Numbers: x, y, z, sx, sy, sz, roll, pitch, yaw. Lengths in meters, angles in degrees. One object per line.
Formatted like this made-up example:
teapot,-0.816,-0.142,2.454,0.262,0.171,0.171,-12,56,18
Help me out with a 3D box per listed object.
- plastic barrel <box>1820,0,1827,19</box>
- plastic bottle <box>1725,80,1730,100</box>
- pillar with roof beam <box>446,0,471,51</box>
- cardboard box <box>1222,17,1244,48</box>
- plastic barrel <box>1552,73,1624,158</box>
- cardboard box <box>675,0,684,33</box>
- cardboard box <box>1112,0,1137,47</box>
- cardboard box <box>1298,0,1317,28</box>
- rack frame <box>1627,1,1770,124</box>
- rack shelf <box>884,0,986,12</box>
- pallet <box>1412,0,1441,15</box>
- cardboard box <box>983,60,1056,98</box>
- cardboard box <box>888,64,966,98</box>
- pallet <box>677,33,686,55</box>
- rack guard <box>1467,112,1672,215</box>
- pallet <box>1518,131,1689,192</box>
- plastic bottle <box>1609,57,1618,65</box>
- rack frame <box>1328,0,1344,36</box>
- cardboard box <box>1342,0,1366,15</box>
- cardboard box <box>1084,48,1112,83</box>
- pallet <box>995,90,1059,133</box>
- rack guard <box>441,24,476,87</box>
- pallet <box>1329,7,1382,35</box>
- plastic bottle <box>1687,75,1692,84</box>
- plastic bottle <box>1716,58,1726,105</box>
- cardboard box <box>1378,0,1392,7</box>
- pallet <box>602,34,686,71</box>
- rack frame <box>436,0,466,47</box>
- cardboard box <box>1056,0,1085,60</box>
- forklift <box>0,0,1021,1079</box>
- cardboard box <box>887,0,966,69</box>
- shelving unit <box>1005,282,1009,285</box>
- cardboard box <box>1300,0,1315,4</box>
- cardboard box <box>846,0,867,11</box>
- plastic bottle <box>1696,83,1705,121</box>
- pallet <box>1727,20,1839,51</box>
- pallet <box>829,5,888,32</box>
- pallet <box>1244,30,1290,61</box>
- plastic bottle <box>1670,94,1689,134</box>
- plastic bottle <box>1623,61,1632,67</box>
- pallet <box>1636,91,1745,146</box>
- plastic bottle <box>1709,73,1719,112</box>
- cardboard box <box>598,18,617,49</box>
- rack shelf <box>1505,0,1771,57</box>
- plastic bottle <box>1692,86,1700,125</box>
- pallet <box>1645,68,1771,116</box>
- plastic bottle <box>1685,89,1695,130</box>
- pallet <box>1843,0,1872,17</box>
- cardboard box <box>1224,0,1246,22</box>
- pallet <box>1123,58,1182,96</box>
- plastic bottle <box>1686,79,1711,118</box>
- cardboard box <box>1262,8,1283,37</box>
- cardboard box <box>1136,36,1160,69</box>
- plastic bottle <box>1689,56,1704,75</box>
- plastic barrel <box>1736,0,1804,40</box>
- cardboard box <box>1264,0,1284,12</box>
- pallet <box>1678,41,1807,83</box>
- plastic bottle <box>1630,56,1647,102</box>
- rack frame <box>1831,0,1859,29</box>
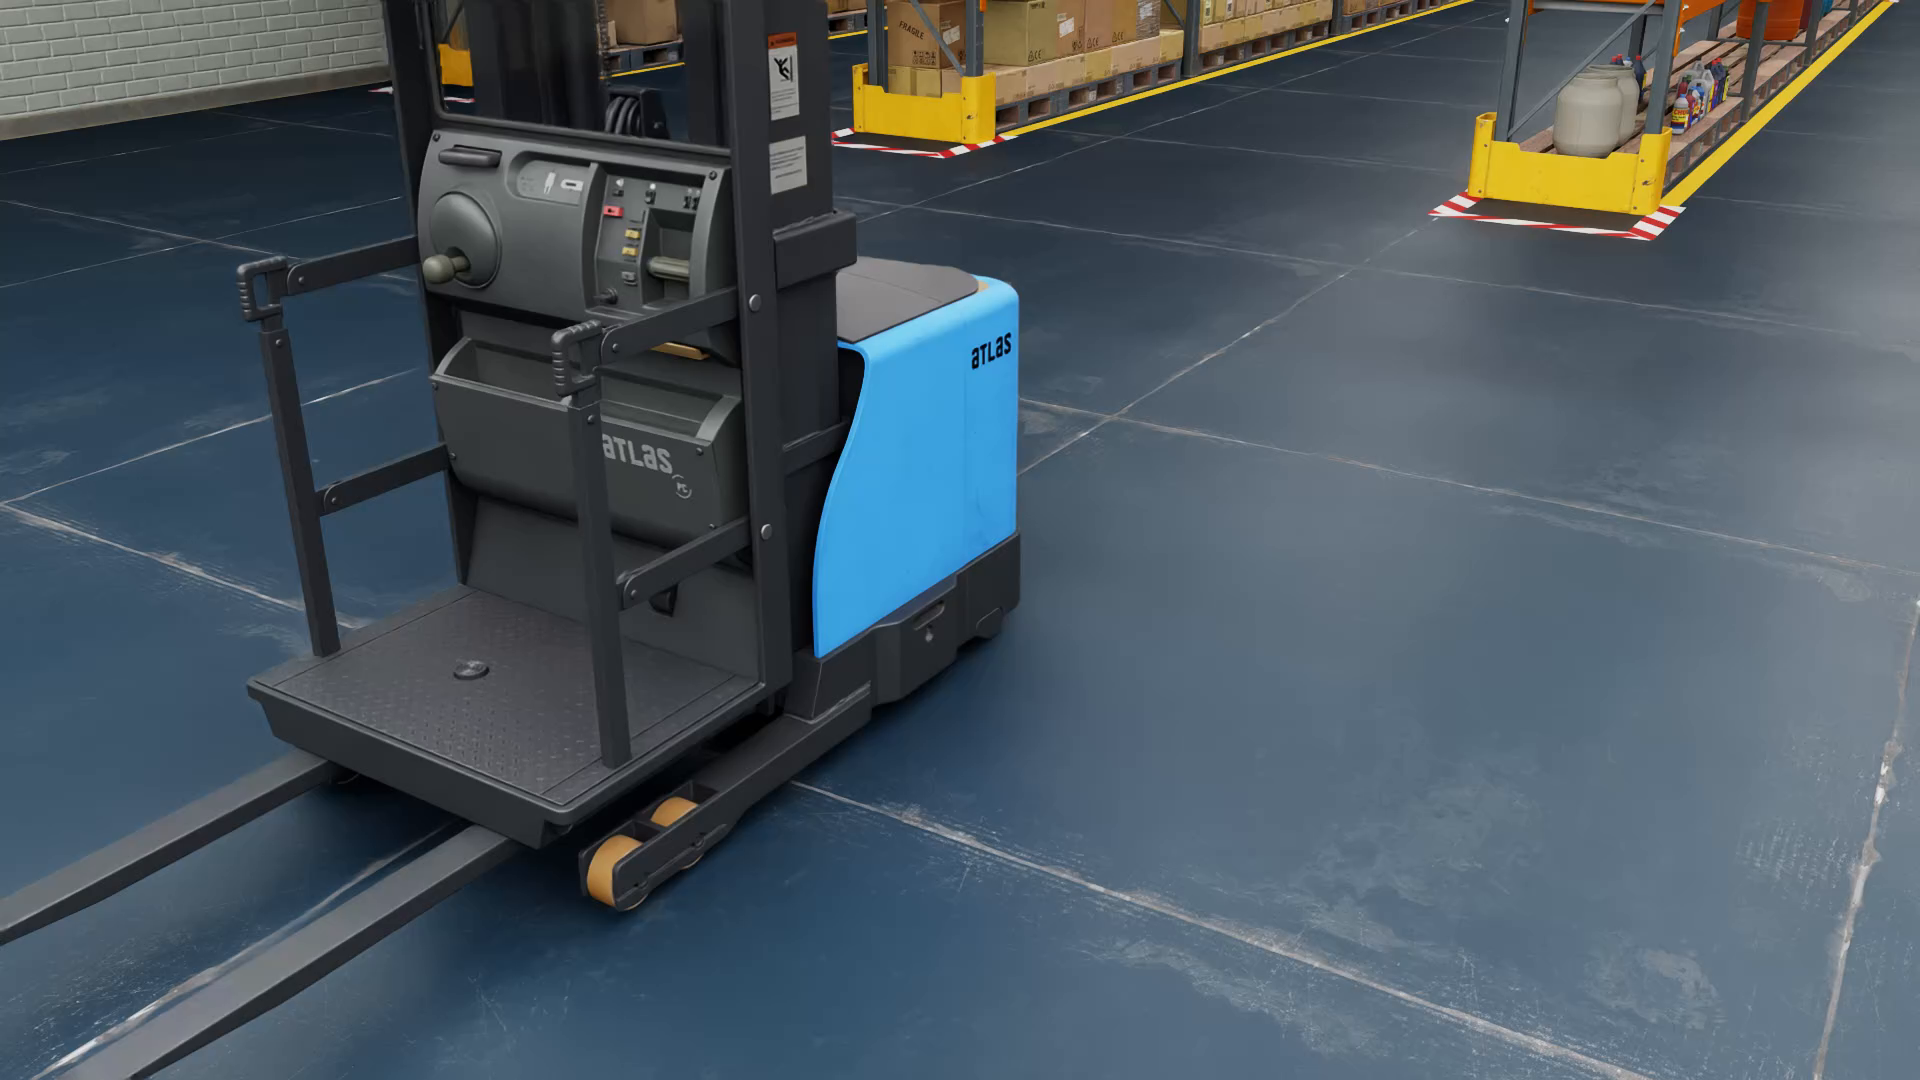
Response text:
plastic barrel,9.586,-6.417,18.911,0.600,0.901,0.708,14,27,29
plastic bottle,6.114,-3.636,13.343,0.097,0.201,0.097,0,23,0
pillar with roof beam,-1.194,-7.901,12.674,9.100,9.000,0.400,14,27,29
cardboard box,2.528,-5.133,16.764,0.500,0.250,0.500,15,27,30
plastic barrel,4.213,-2.846,11.150,0.421,0.512,0.421,0,23,0
cardboard box,-2.889,-5.679,17.684,0.500,0.500,0.500,12,26,25
cardboard box,1.241,-4.683,14.779,0.500,0.500,0.500,14,27,29
cardboard box,3.605,-5.823,18.358,0.500,0.250,0.500,14,27,28
rack frame,6.041,-4.906,13.308,1.000,3.000,0.127,14,27,29
rack shelf,0.779,-4.941,14.292,1.077,0.370,4.000,14,27,29
pallet,5.657,-7.084,21.847,1.003,0.211,1.213,14,27,29
cardboard box,0.457,-3.830,13.755,0.500,0.250,0.500,14,27,29
cardboard box,-0.244,-3.769,13.614,0.500,0.250,0.500,14,27,29
pallet,-2.700,-5.469,18.117,1.003,0.211,1.213,14,27,29
rack guard,3.931,-2.445,10.768,1.175,0.500,0.348,14,27,29
pallet,4.364,-2.585,11.456,1.003,0.211,1.213,14,27,29
plastic bottle,5.163,-3.643,13.171,0.144,0.351,0.185,13,26,27
rack frame,3.944,-7.296,18.827,1.000,3.000,0.127,14,27,29
cardboard box,4.427,-6.444,19.453,0.500,0.500,0.500,15,28,31
cardboard box,0.989,-4.167,14.532,0.500,0.250,0.500,14,27,29
pallet,0.092,-3.583,13.761,1.003,0.211,1.213,14,27,29
rack guard,-4.446,-4.511,15.541,1.175,0.500,0.348,14,27,29
pallet,4.370,-6.260,19.945,1.003,0.211,1.213,14,27,29
plastic bottle,5.574,-3.423,12.747,0.061,0.283,0.133,14,27,29
plastic bottle,5.946,-3.615,13.105,0.144,0.351,0.185,13,27,28
cardboard box,4.968,-6.790,20.252,0.500,0.500,0.500,13,27,28
pallet,-3.343,-5.055,17.162,1.003,0.211,1.213,14,27,29
rack frame,-4.486,-5.632,14.985,1.000,3.000,0.127,14,27,29
cardboard box,0.711,-4.346,14.001,0.500,0.500,0.500,14,27,29
forklift,-1.035,-0.714,3.709,1.130,2.935,3.031,14,27,30
cardboard box,-0.245,-4.114,13.466,0.500,0.500,0.500,14,27,29
shelving unit,0.004,-0.416,5.578,0.258,0.900,0.210,14,27,29
cardboard box,3.609,-6.079,18.243,0.500,0.311,0.500,13,27,28
cardboard box,-1.468,-6.638,19.900,0.700,0.500,0.500,14,27,30
plastic bottle,5.492,-3.271,12.410,0.097,0.271,0.097,0,23,0
pallet,9.175,-5.662,18.563,1.003,0.211,1.213,14,27,29
pallet,-1.324,-6.379,20.220,1.003,0.211,1.213,14,27,29
pallet,2.833,-5.336,17.811,1.003,0.211,1.213,14,27,29
plastic bottle,5.152,-3.053,11.907,0.097,0.271,0.097,0,23,0
plastic bottle,5.353,-3.728,13.460,0.152,0.276,0.135,15,28,31
pallet,5.651,-3.409,13.358,1.003,0.211,1.213,14,27,29
plastic bottle,5.794,-3.455,12.822,0.061,0.283,0.133,16,28,32
cardboard box,-3.744,-5.008,16.372,0.500,0.311,0.500,16,28,33
rack shelf,4.986,-3.901,11.892,1.077,0.370,4.000,14,27,29
plastic bottle,5.385,-3.202,12.252,0.097,0.271,0.097,0,23,0
pallet,6.422,-3.900,14.493,1.003,0.211,1.213,14,27,29
plastic bottle,5.287,-3.131,12.072,0.061,0.283,0.133,14,27,30
pallet,11.258,-6.997,21.646,1.003,0.211,1.213,14,27,29
cardboard box,2.533,-5.389,16.649,0.500,0.311,0.500,14,27,28
pallet,1.379,-4.406,15.663,1.003,0.211,1.213,14,27,29
plastic bottle,5.585,-3.353,12.594,0.152,0.276,0.135,14,27,30
cardboard box,3.068,-5.480,17.565,0.500,0.250,0.500,14,27,30
cardboard box,1.503,-4.508,15.319,0.500,0.250,0.500,14,27,29
plastic bottle,5.823,-3.645,13.175,0.144,0.351,0.185,14,27,29
plastic barrel,8.394,-5.622,17.164,0.600,0.830,0.708,14,27,29
cardboard box,3.074,-5.740,17.461,0.500,0.311,0.500,15,27,30
pallet,7.709,-4.723,16.395,1.003,0.211,1.213,14,27,29
plastic bottle,5.385,-3.677,13.249,0.144,0.351,0.185,14,27,29
rack frame,10.261,-7.606,19.545,1.000,3.000,0.127,14,27,29
